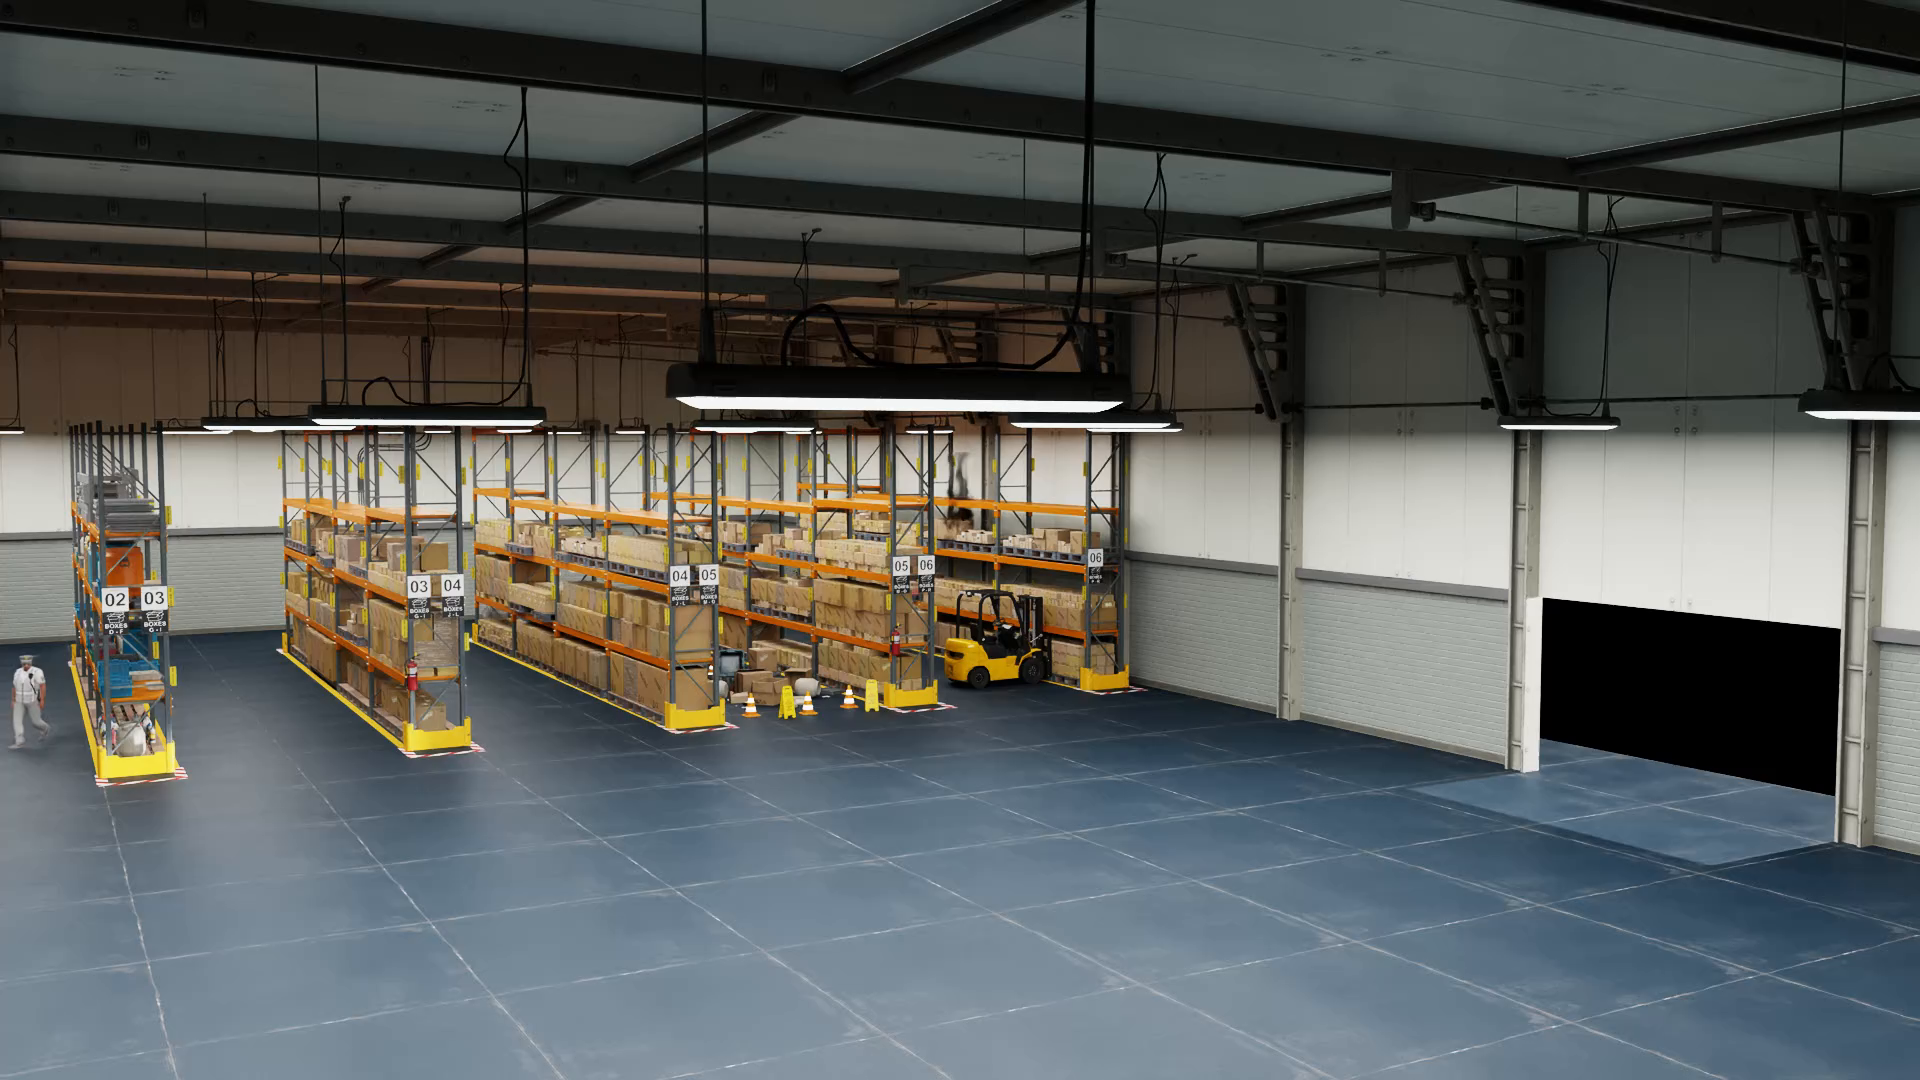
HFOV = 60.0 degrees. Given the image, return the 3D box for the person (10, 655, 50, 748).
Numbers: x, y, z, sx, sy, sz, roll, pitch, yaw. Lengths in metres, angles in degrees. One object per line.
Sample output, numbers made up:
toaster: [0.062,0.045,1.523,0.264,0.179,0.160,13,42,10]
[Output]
person: [-17.183,2.951,30.694,0.633,1.697,0.820,0,4,-3]

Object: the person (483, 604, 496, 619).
person: [-13.610,1.884,47.981,0.681,1.731,0.600,3,5,44]
